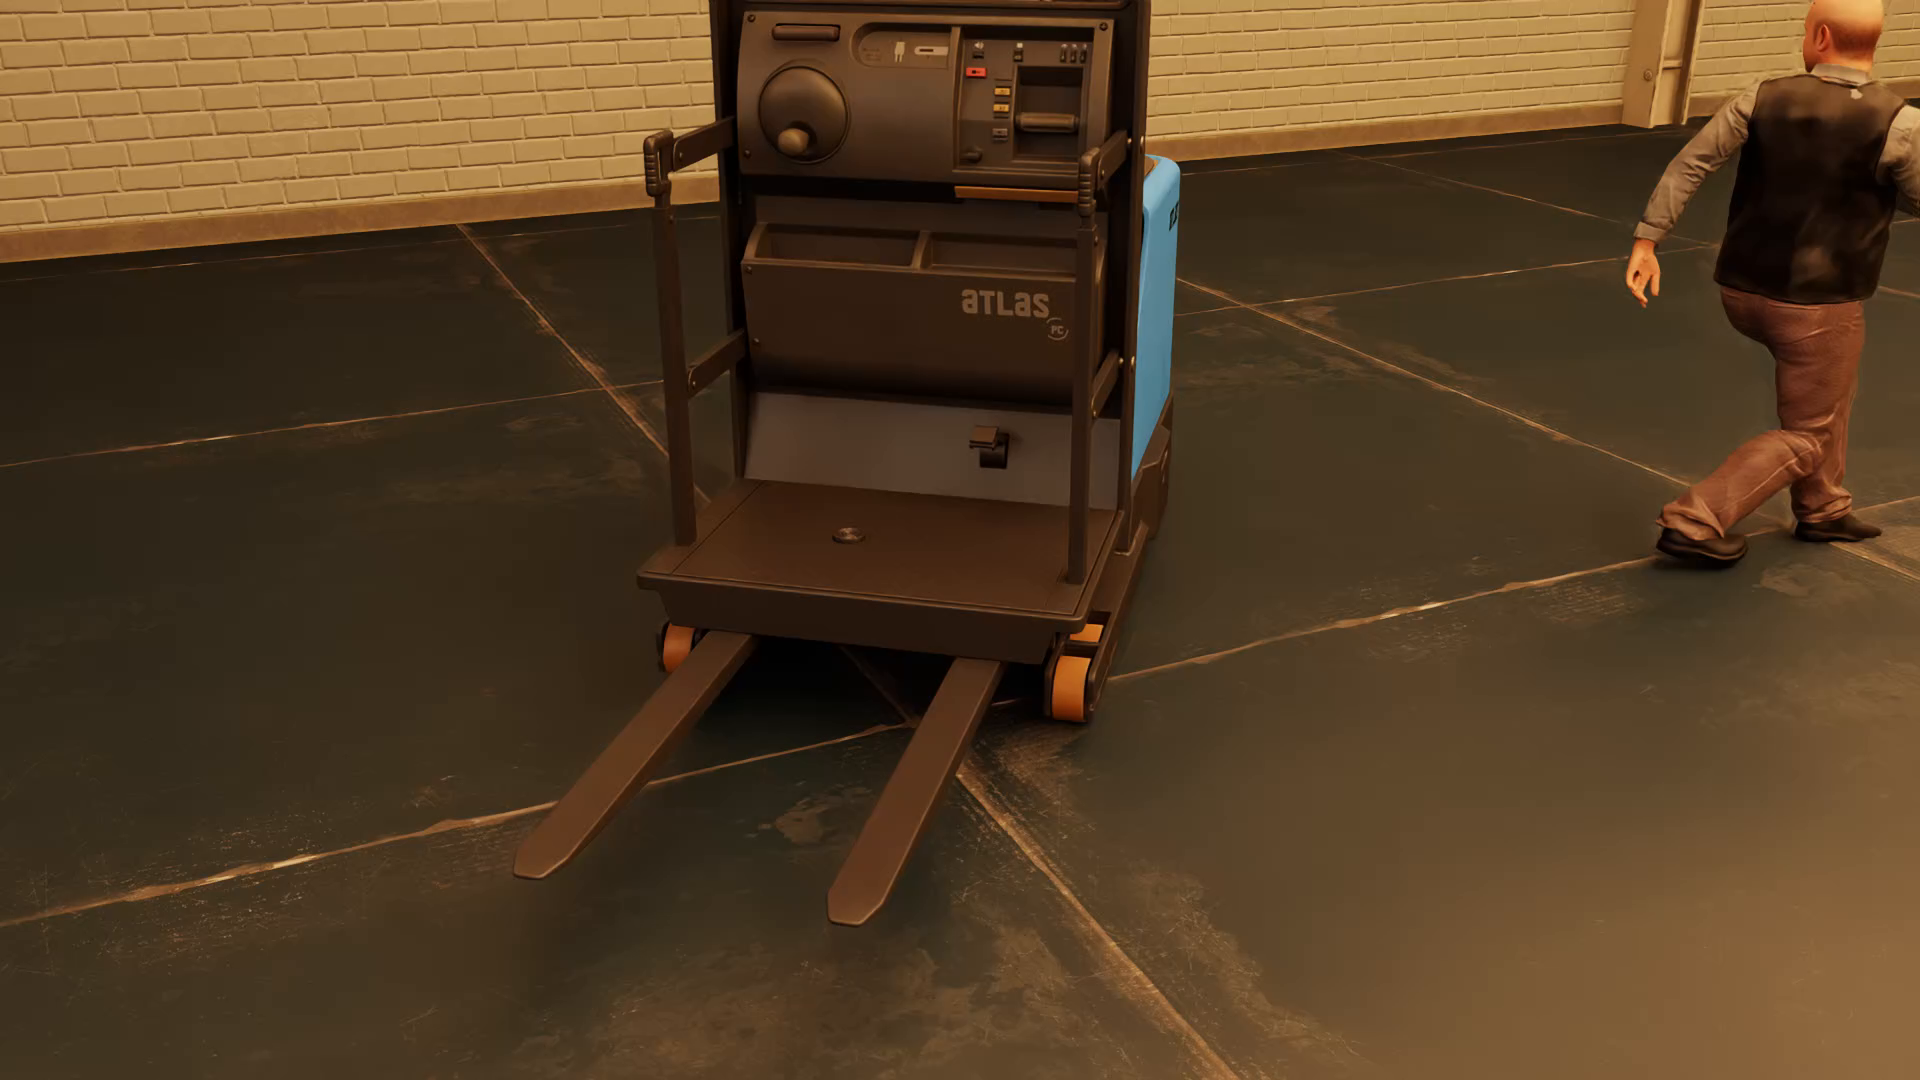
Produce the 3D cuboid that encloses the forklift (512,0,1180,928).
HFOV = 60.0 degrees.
[{"bbox_3d":[-0.142,-1.069,3.859,1.130,2.935,3.031,5,23,13],"label":"forklift"}]

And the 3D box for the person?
[{"bbox_3d":[2.406,-0.720,4.755,0.936,1.650,0.551,-9,24,-20],"label":"person"}]
